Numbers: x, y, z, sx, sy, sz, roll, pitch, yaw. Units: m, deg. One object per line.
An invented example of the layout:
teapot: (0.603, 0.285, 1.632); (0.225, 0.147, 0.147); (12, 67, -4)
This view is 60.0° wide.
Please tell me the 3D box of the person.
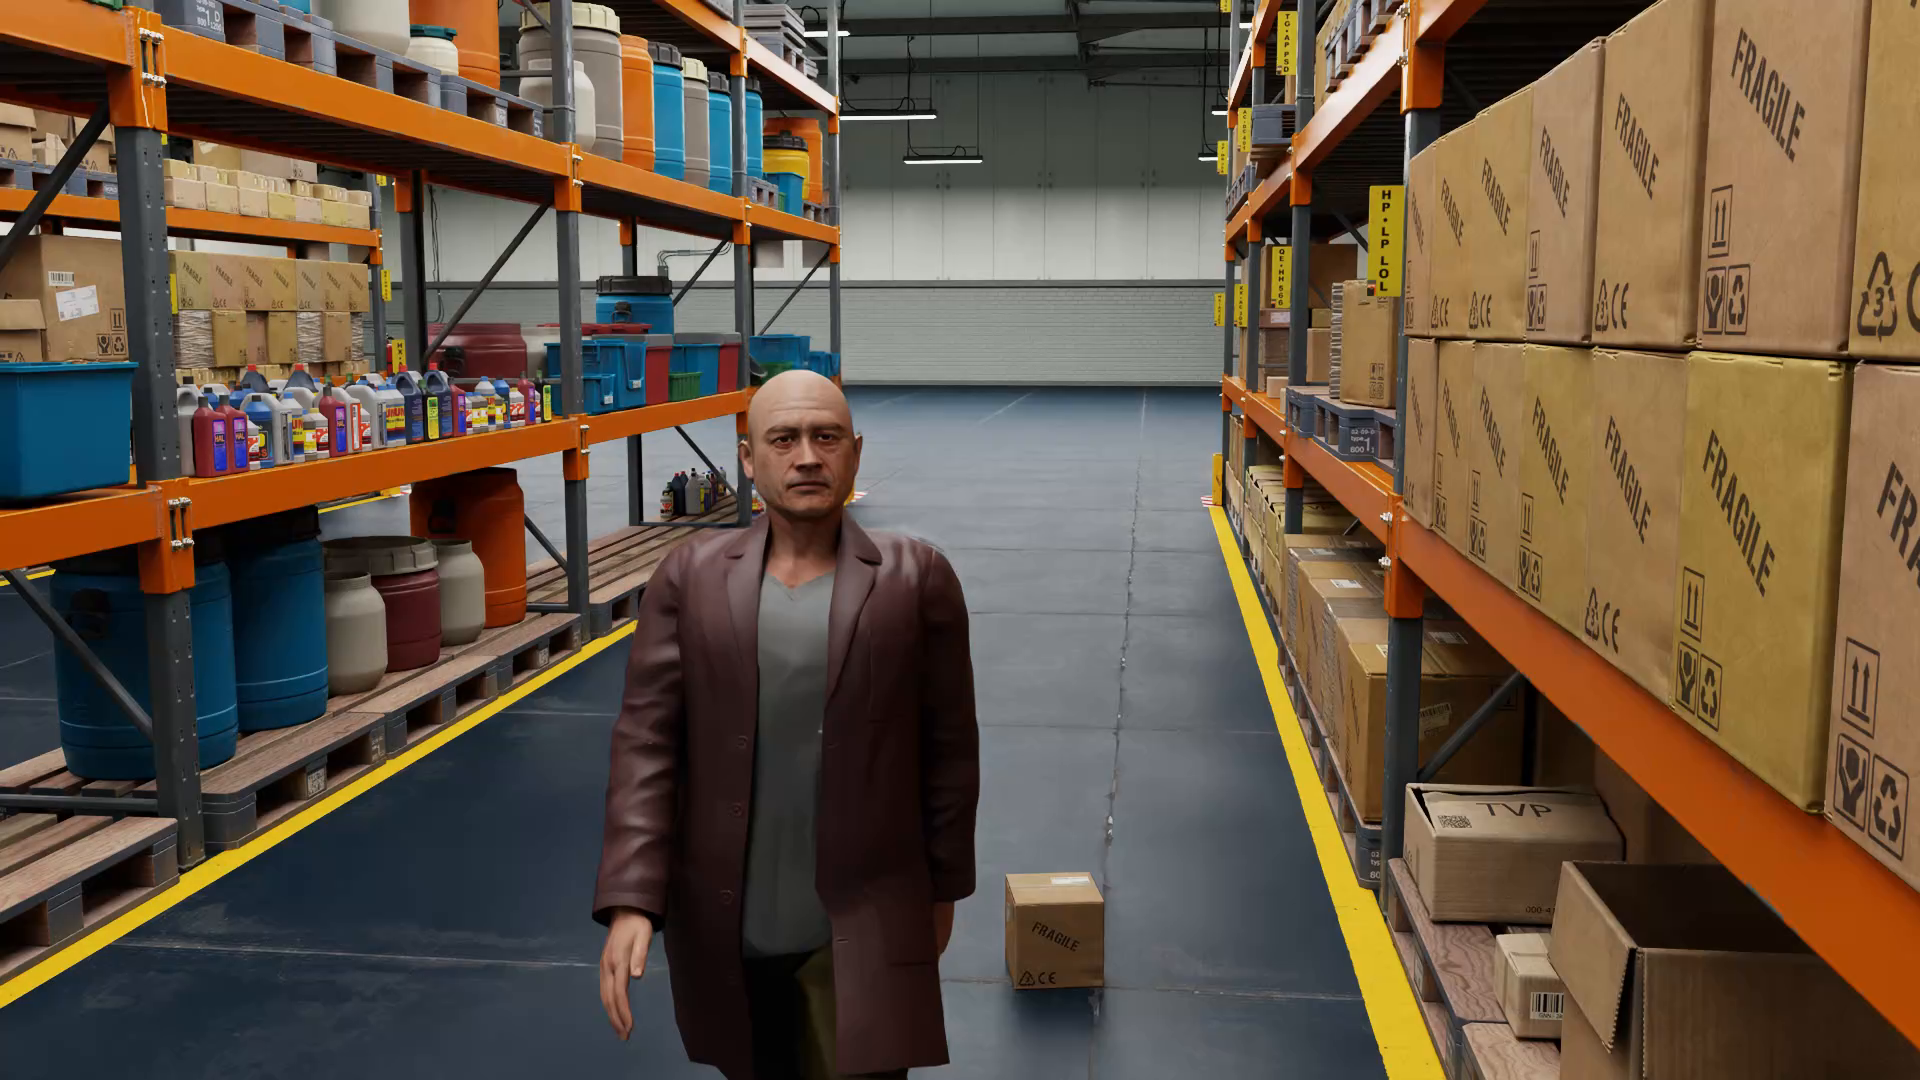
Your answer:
person: (-0.279, 0.605, 2.596); (0.569, 1.727, 1.066); (1, 7, 7)
